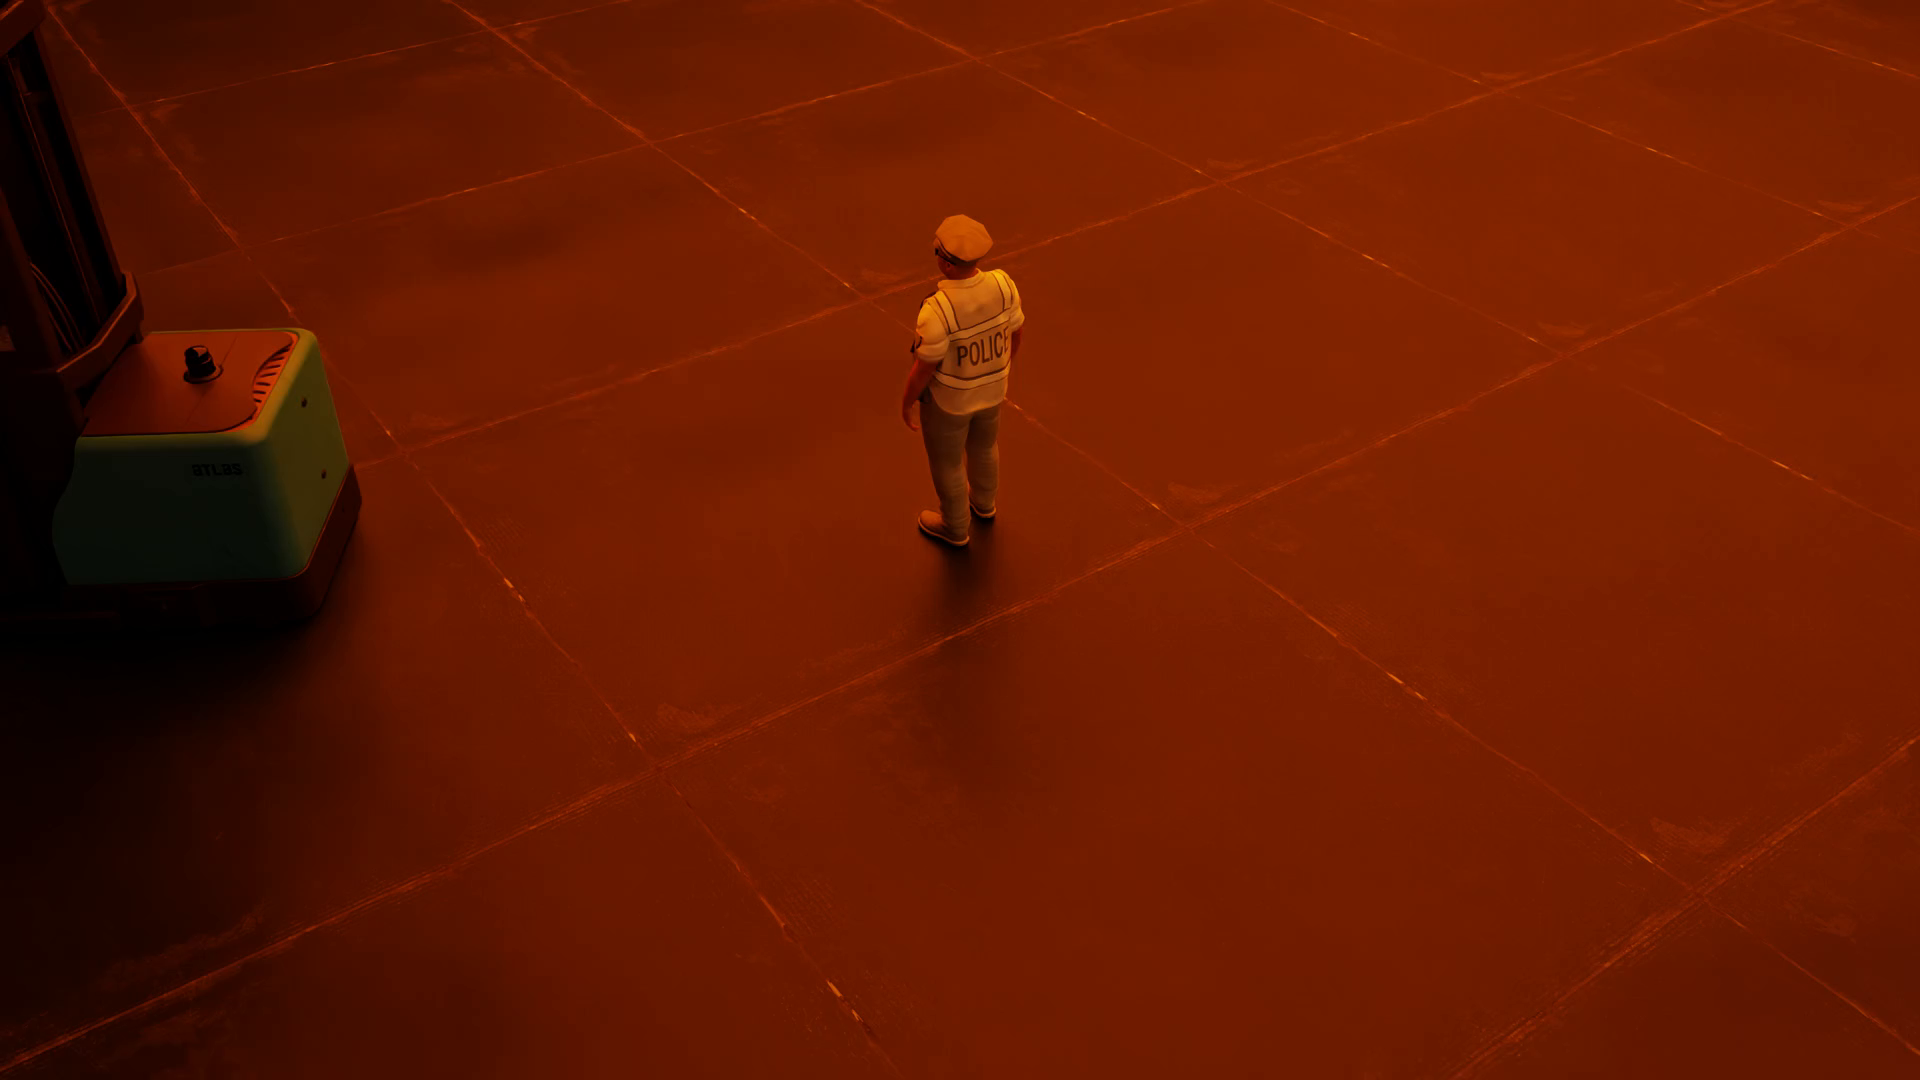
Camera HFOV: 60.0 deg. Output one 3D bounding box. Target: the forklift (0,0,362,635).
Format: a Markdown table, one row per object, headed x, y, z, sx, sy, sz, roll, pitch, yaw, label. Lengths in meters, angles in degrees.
| x | y | z | sx | sy | sz | roll | pitch | yaw | label |
| --- | --- | --- | --- | --- | --- | --- | --- | --- | --- |
| -4.562 | -1.009 | 7.310 | 3.031 | 2.935 | 1.130 | -2 | 37 | -3 | forklift |

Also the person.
| x | y | z | sx | sy | sz | roll | pitch | yaw | label |
| --- | --- | --- | --- | --- | --- | --- | --- | --- | --- |
| -0.036 | -0.765 | 7.932 | 0.641 | 1.780 | 0.574 | -23 | 42 | -28 | person |
